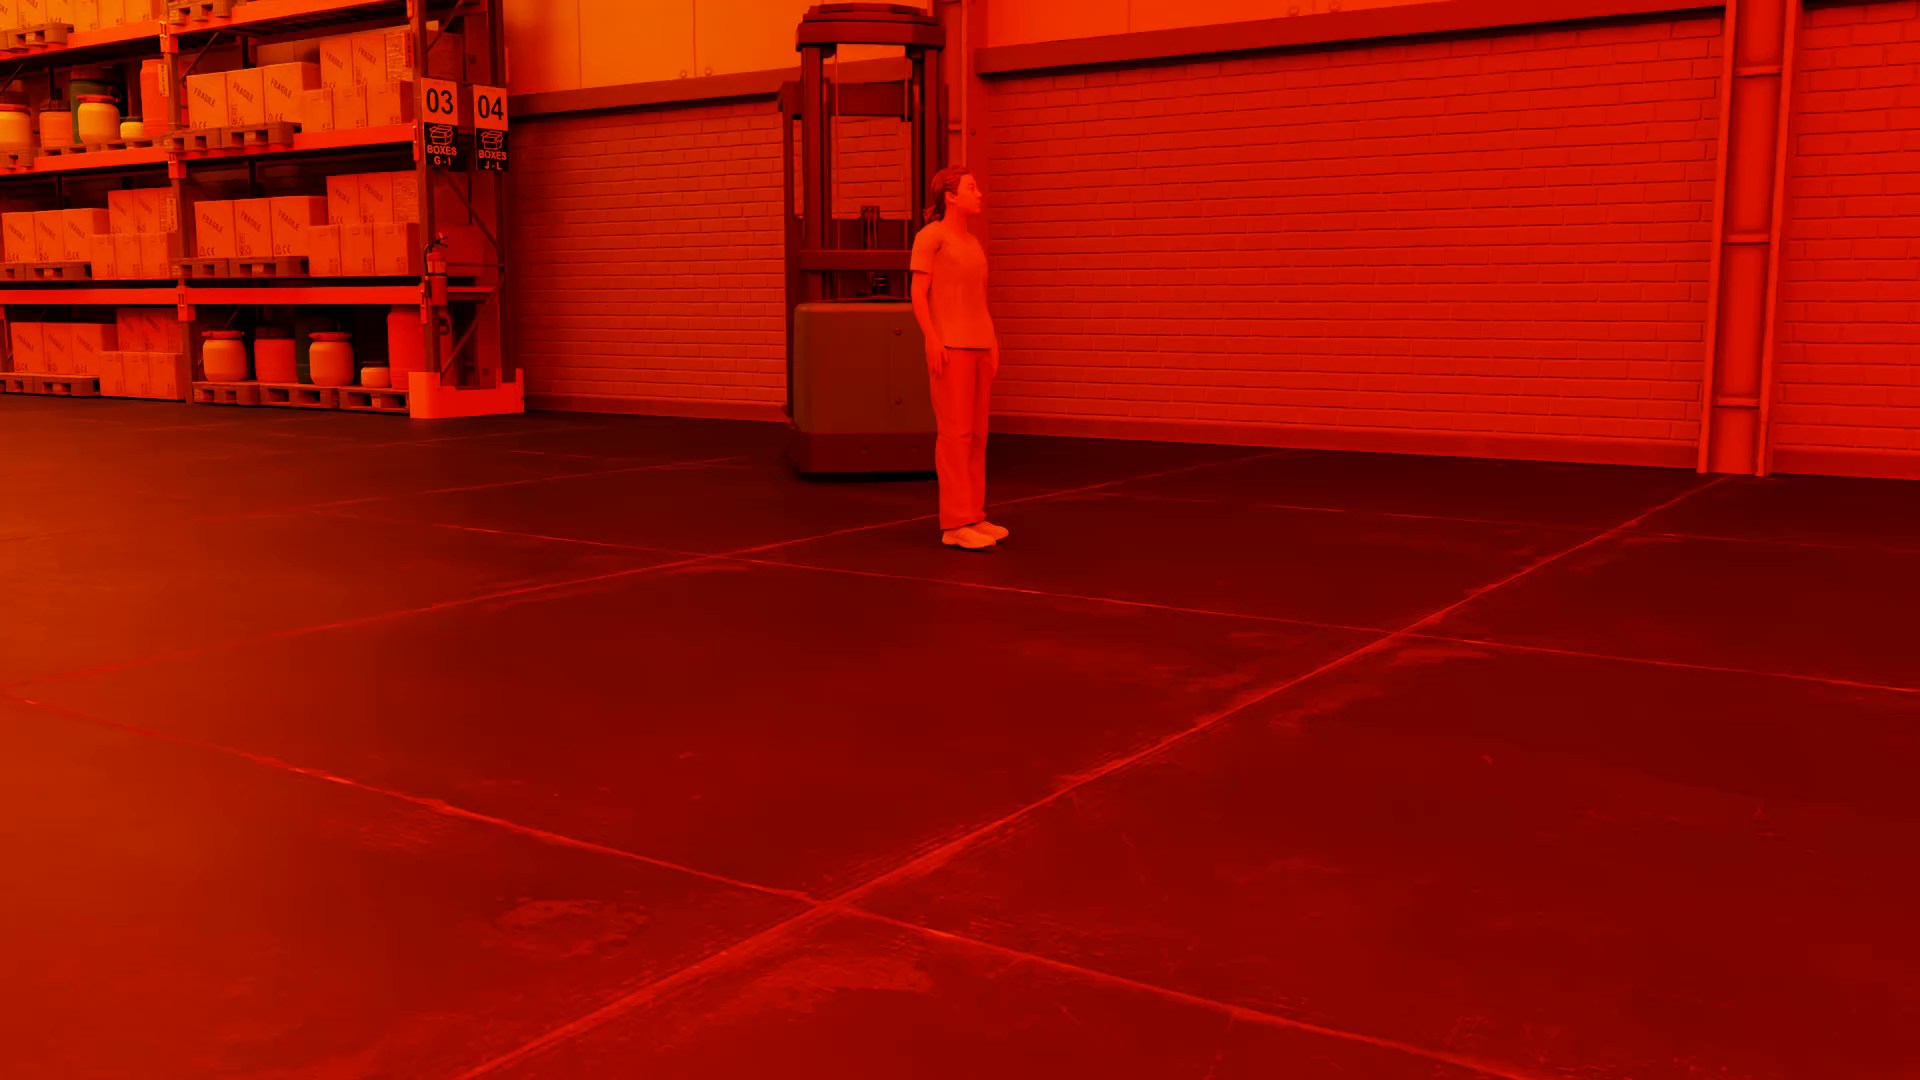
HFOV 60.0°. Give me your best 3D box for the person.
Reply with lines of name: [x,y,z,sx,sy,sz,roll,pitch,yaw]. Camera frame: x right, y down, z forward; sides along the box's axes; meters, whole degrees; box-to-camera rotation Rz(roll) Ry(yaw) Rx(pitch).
person: [0.055,-0.830,7.435,0.549,1.675,0.555,5,10,34]

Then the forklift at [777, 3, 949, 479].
forklift: [-0.655,-2.000,11.258,1.130,2.935,3.031,-1,8,-9]
